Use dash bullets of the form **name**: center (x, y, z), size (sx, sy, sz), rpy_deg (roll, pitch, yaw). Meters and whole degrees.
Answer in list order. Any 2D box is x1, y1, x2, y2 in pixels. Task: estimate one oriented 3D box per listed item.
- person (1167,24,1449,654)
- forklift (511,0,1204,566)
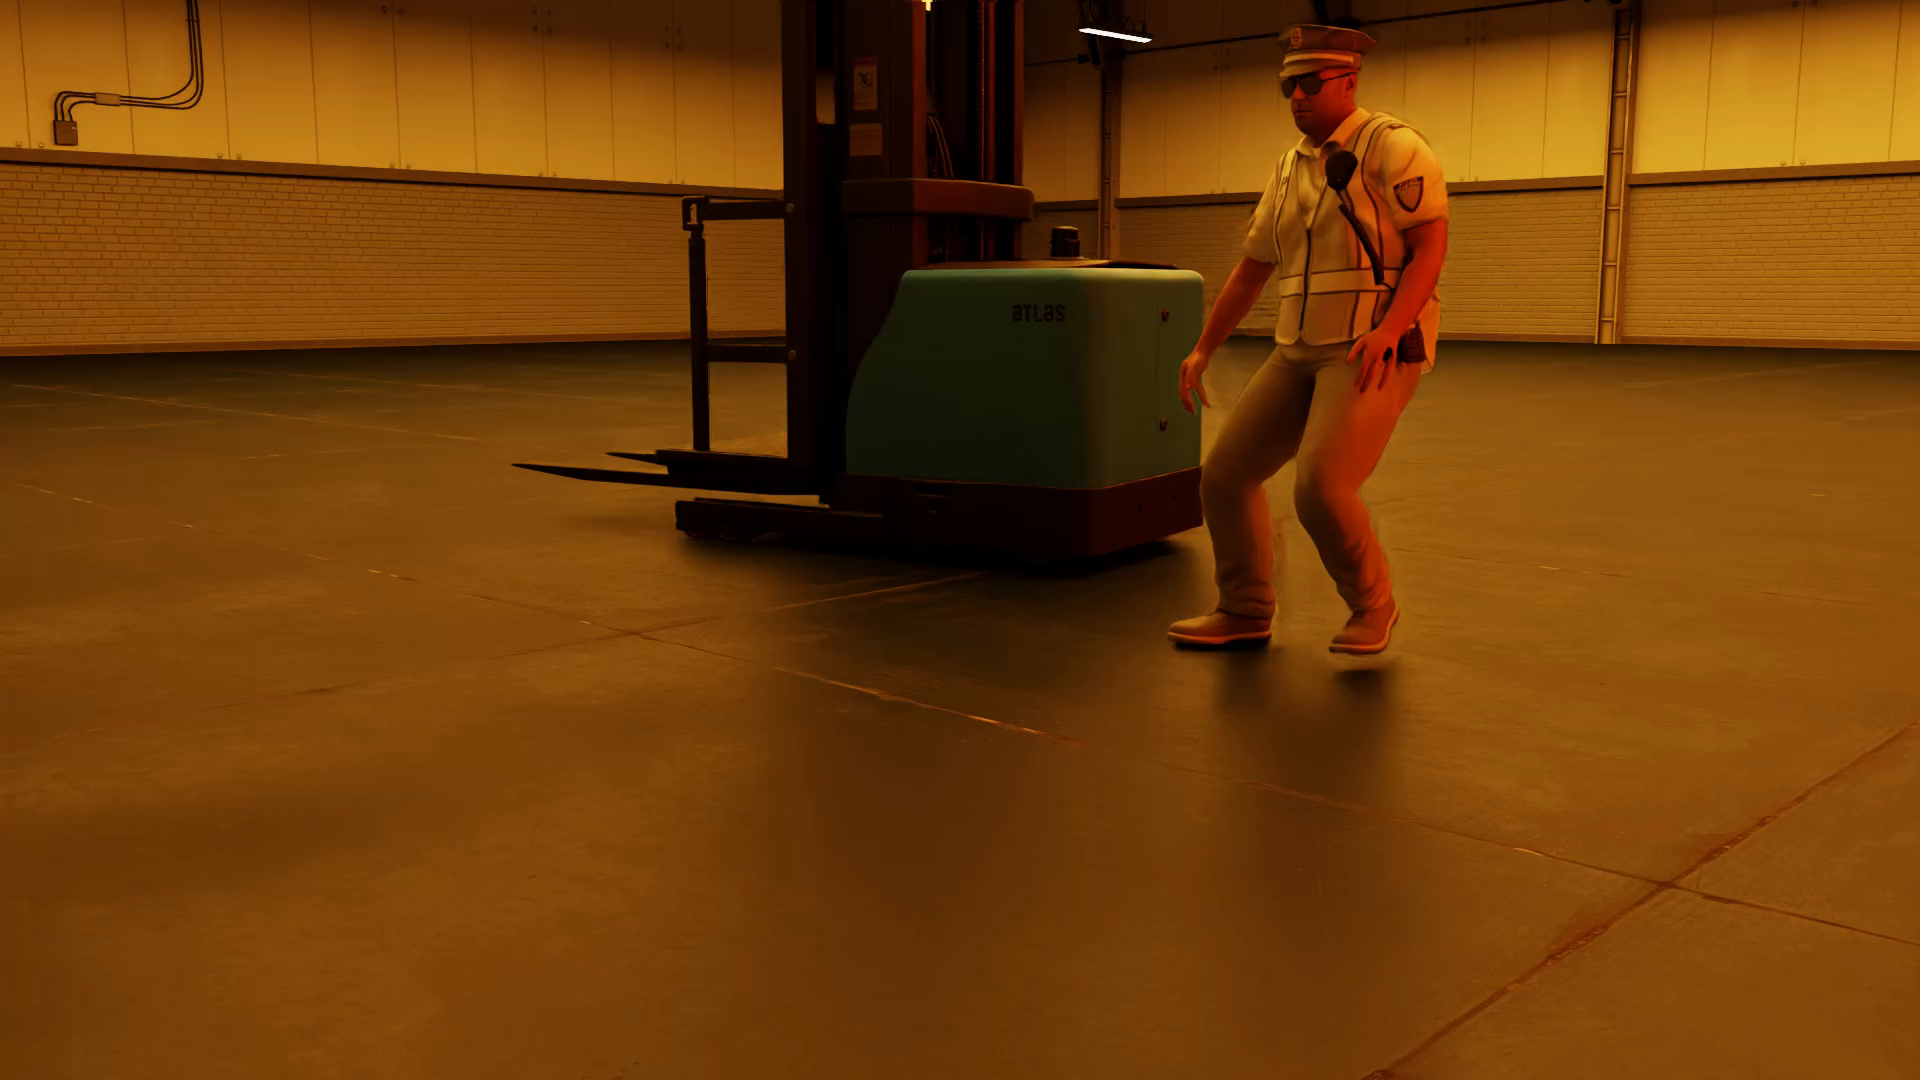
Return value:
- **person**: center (0.950, -0.512, 4.464), size (0.502, 1.668, 0.737), rpy_deg (-5, 10, -32)
- **forklift**: center (-0.558, -1.497, 6.814), size (3.031, 2.935, 1.130), rpy_deg (5, 10, 31)
